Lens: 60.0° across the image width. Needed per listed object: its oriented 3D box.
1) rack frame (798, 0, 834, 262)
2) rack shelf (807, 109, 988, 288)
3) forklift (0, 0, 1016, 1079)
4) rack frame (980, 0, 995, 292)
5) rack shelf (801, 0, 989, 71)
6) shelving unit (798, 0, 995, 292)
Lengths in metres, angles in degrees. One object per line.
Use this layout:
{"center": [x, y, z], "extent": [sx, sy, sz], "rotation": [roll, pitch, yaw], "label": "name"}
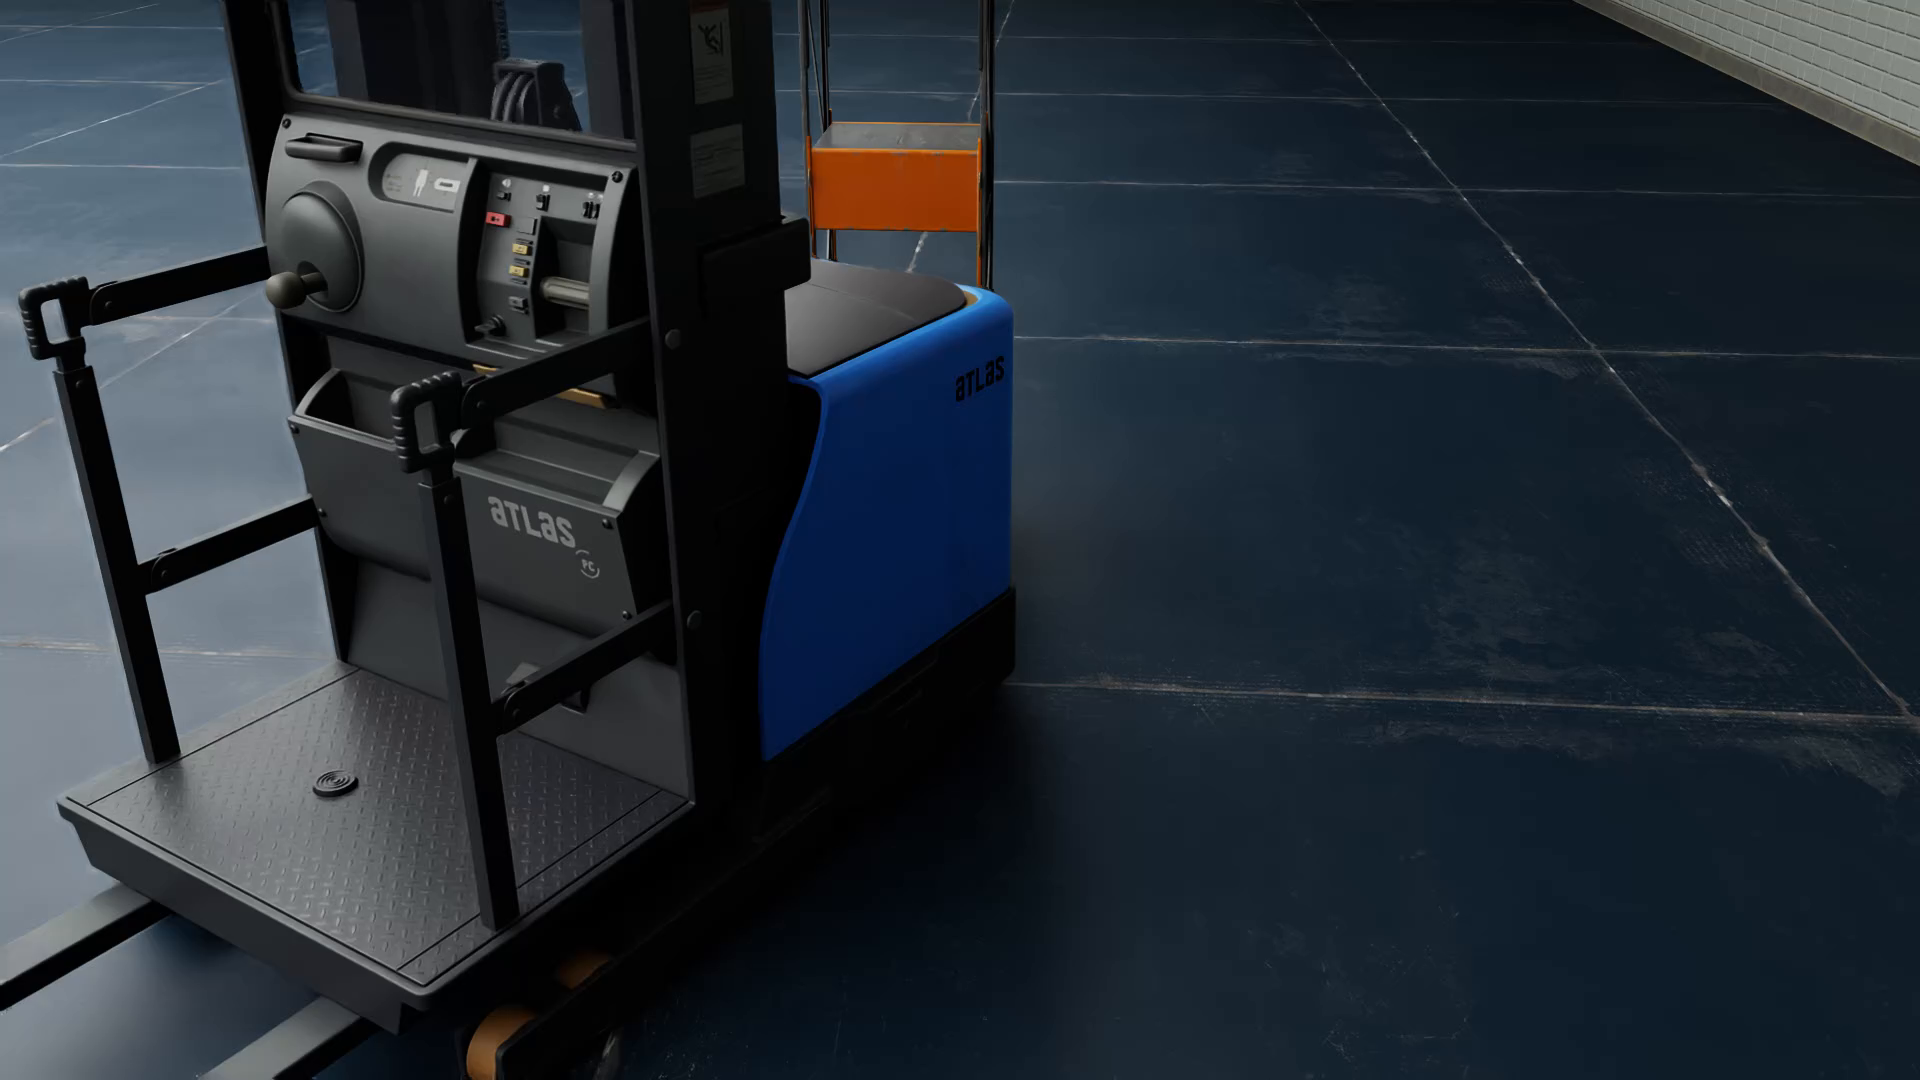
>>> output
{"center": [-0.408, -0.967, 4.840], "extent": [0.015, 2.100, 0.400], "rotation": [2, 25, 4], "label": "rack frame"}
{"center": [-0.165, -0.947, 4.828], "extent": [0.480, 0.518, 0.431], "rotation": [2, 25, 4], "label": "rack shelf"}
{"center": [-1.080, -0.539, 2.916], "extent": [1.130, 2.935, 3.031], "rotation": [15, 29, 30], "label": "forklift"}
{"center": [0.078, -0.951, 4.806], "extent": [0.015, 2.100, 0.400], "rotation": [2, 25, 4], "label": "rack frame"}
{"center": [-0.165, -1.583, 4.536], "extent": [0.480, 0.518, 0.431], "rotation": [2, 25, 4], "label": "rack shelf"}
{"center": [-0.165, -0.959, 4.823], "extent": [0.503, 2.100, 0.431], "rotation": [2, 25, 4], "label": "shelving unit"}
